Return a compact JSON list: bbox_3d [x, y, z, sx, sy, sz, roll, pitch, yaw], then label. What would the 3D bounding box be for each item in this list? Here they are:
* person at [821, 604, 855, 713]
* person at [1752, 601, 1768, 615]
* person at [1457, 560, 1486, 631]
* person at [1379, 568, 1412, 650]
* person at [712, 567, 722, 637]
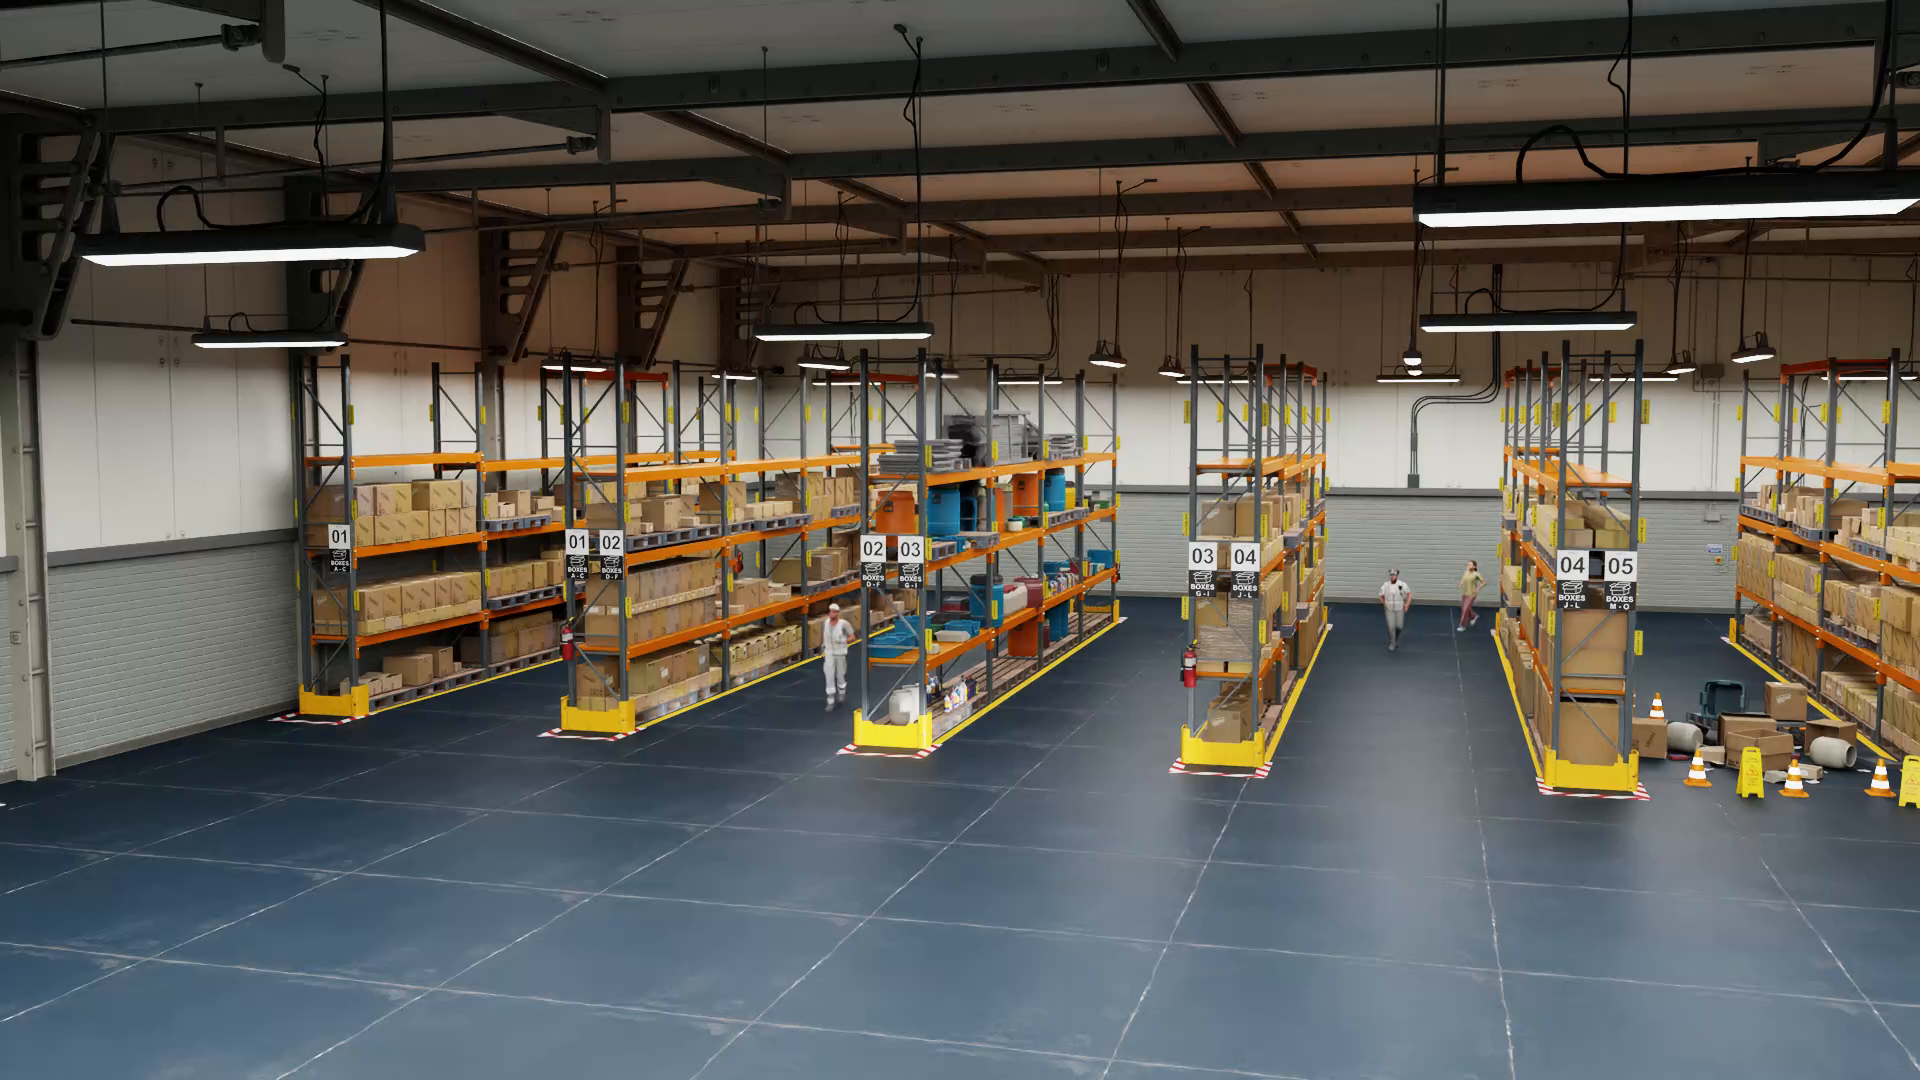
[{"bbox_3d":[-2.087,1.977,28.325,0.634,1.803,0.929,1,4,11],"label":"person"},{"bbox_3d":[18.151,1.383,37.488,0.523,1.662,0.628,4,6,43],"label":"person"},{"bbox_3d":[11.919,1.290,38.698,0.779,1.653,0.594,-3,5,-35],"label":"person"},{"bbox_3d":[9.251,1.480,35.463,0.647,1.739,0.531,1,5,18],"label":"person"},{"bbox_3d":[-5.232,1.450,36.333,0.545,1.726,0.758,0,4,3],"label":"person"}]
